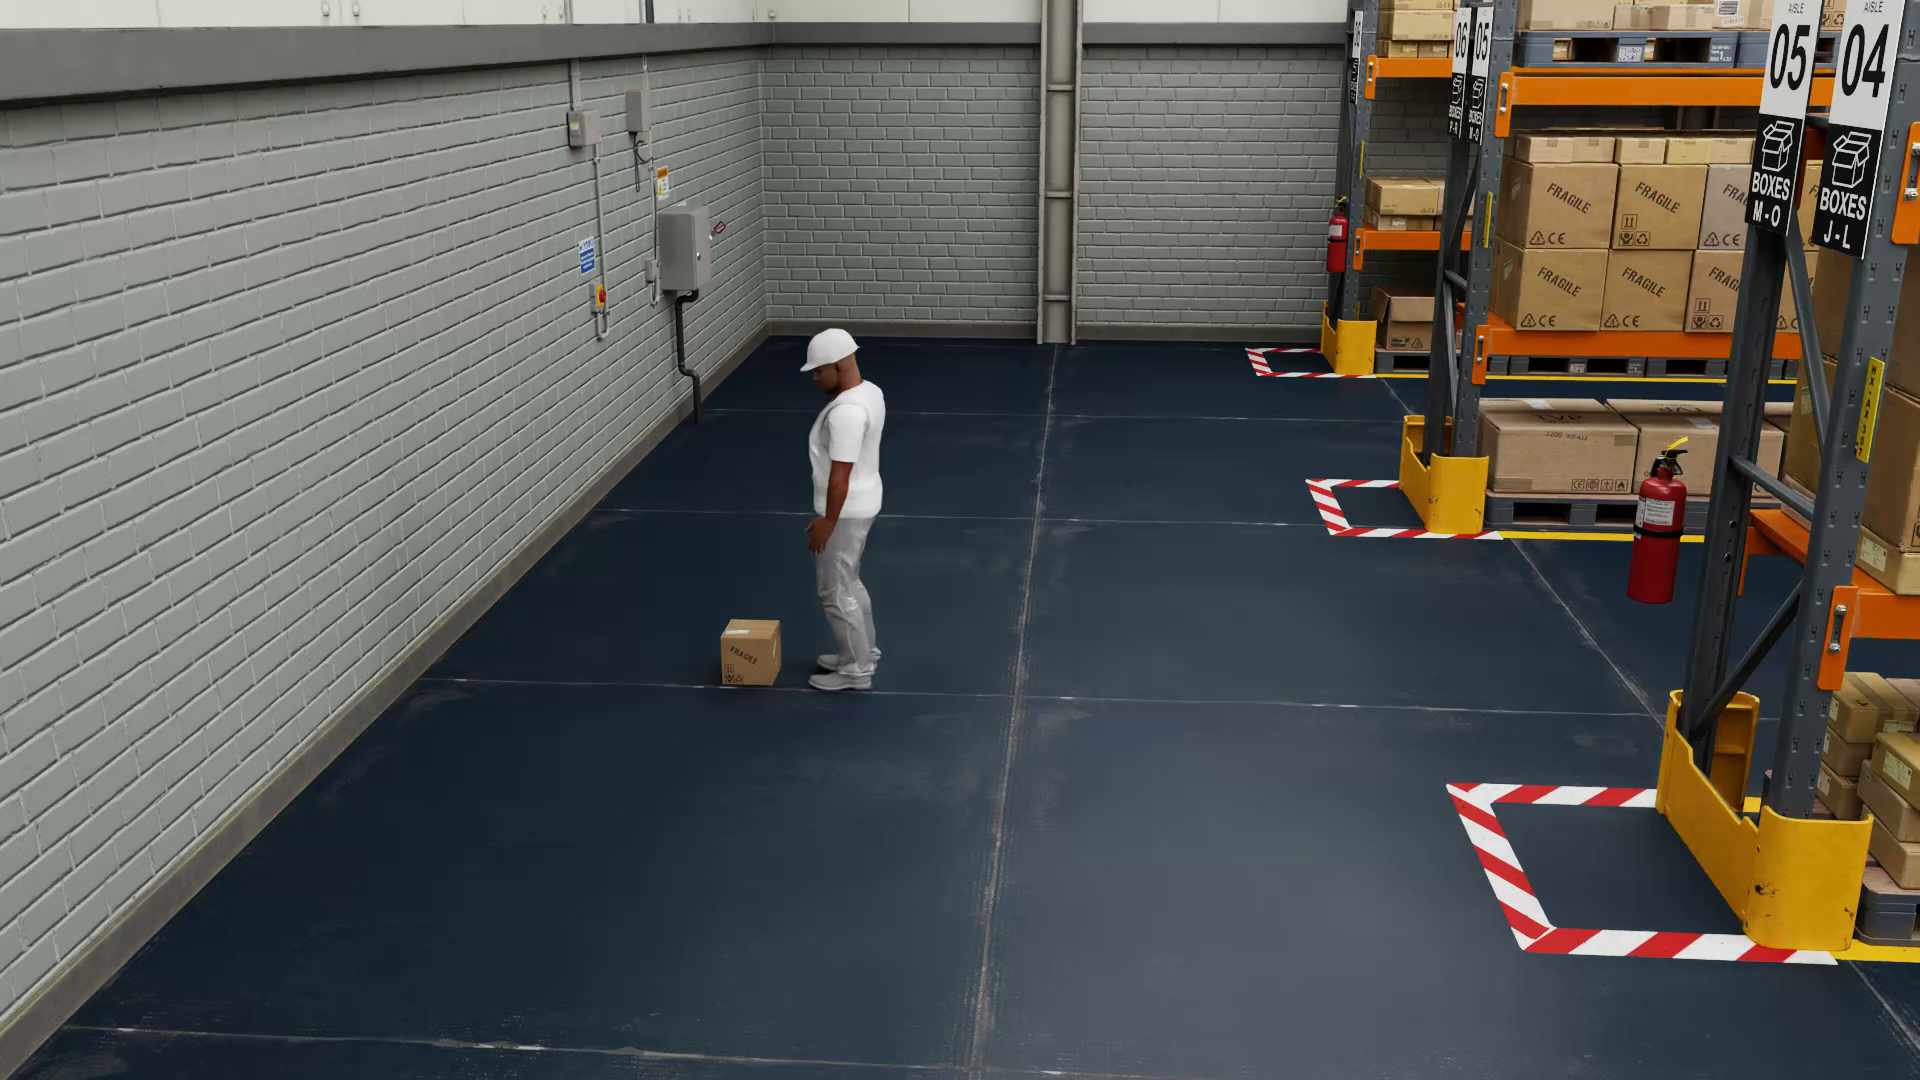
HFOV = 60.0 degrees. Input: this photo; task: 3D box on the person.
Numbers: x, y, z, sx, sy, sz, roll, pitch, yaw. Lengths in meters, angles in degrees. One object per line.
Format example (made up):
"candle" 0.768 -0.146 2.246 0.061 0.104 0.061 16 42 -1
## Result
"person" -0.558 -0.144 7.986 0.379 1.754 0.571 2 17 5
